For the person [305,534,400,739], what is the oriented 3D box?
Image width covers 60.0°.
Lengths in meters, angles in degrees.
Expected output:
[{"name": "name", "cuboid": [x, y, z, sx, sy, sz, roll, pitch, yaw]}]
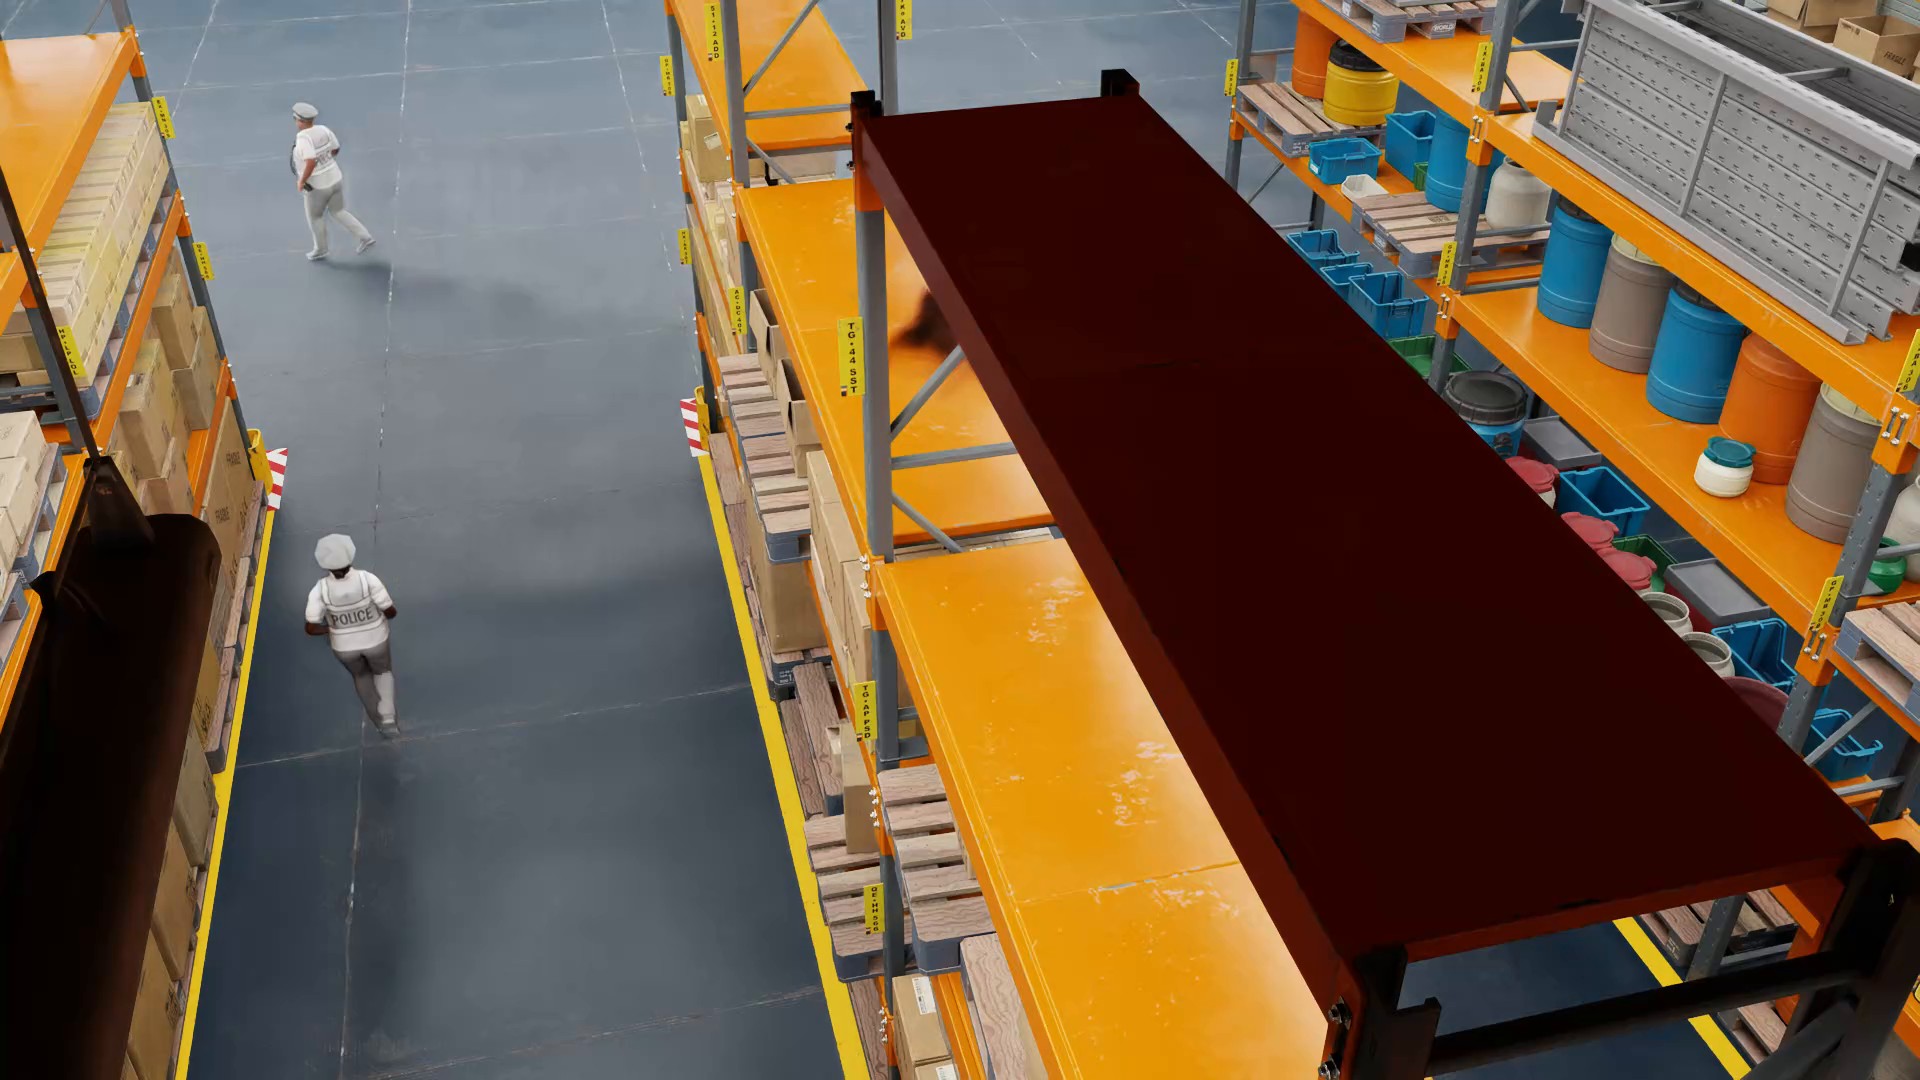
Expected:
[{"name": "person", "cuboid": [-4.015, 0.703, 11.100, 0.573, 1.676, 0.669, -11, 36, -15]}]

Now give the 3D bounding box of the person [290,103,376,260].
[{"name": "person", "cuboid": [-6.960, -3.889, 18.207, 0.867, 1.806, 0.677, 12, 36, 17]}]
